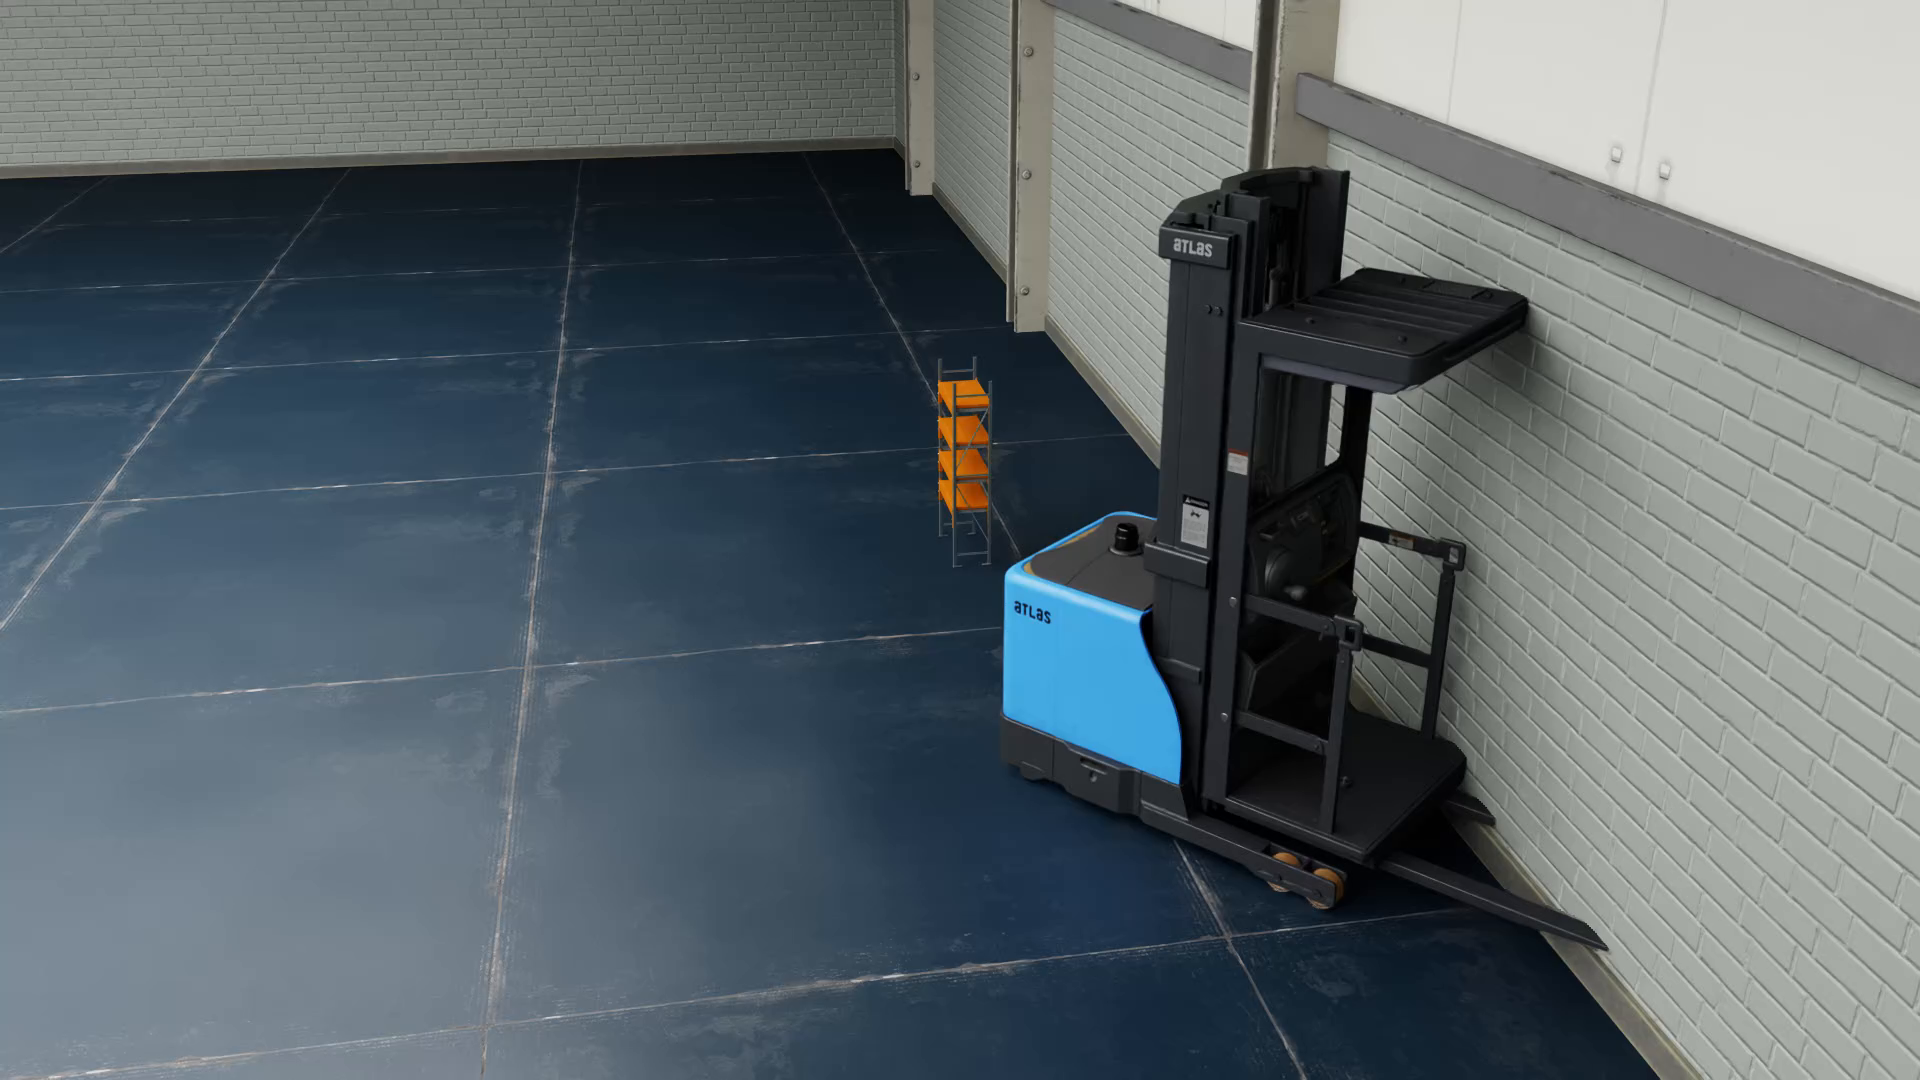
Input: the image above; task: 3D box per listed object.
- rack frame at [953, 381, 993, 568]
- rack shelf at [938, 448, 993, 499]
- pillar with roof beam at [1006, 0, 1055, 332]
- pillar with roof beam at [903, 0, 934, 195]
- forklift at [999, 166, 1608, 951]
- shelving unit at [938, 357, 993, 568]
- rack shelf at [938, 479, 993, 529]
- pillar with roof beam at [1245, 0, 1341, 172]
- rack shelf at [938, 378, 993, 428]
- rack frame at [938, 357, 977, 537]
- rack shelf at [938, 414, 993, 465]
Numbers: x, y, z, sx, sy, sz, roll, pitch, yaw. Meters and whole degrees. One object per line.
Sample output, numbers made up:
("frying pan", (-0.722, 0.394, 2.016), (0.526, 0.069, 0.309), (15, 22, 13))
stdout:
("rack frame", (0.076, -0.389, 10.141), (0.240, 1.200, 0.015), (-4, 24, -10))
("rack shelf", (0.031, -0.423, 10.388), (0.258, 0.148, 0.480), (-4, 24, -10))
("pillar with roof beam", (-3.615, -5.774, 12.726), (9.100, 9.000, 0.400), (-4, 24, -10))
("pillar with roof beam", (-4.725, -8.134, 18.130), (9.100, 9.000, 0.400), (-4, 24, -10))
("forklift", (1.656, -0.003, 7.095), (3.031, 2.935, 1.130), (18, 29, 35))
("shelving unit", (0.031, -0.485, 10.361), (0.258, 1.200, 0.503), (-4, 24, -10))
("rack shelf", (0.031, -0.241, 10.467), (0.258, 0.148, 0.480), (-4, 24, -10))
("pillar with roof beam", (-2.506, -3.414, 7.323), (9.100, 9.000, 0.400), (-4, 24, -10))
("rack shelf", (0.031, -0.845, 10.204), (0.258, 0.148, 0.480), (-4, 24, -10))
("rack frame", (-0.015, -0.581, 10.581), (0.240, 1.200, 0.015), (-4, 24, -10))
("rack shelf", (0.031, -0.628, 10.298), (0.258, 0.148, 0.480), (-4, 24, -10))
